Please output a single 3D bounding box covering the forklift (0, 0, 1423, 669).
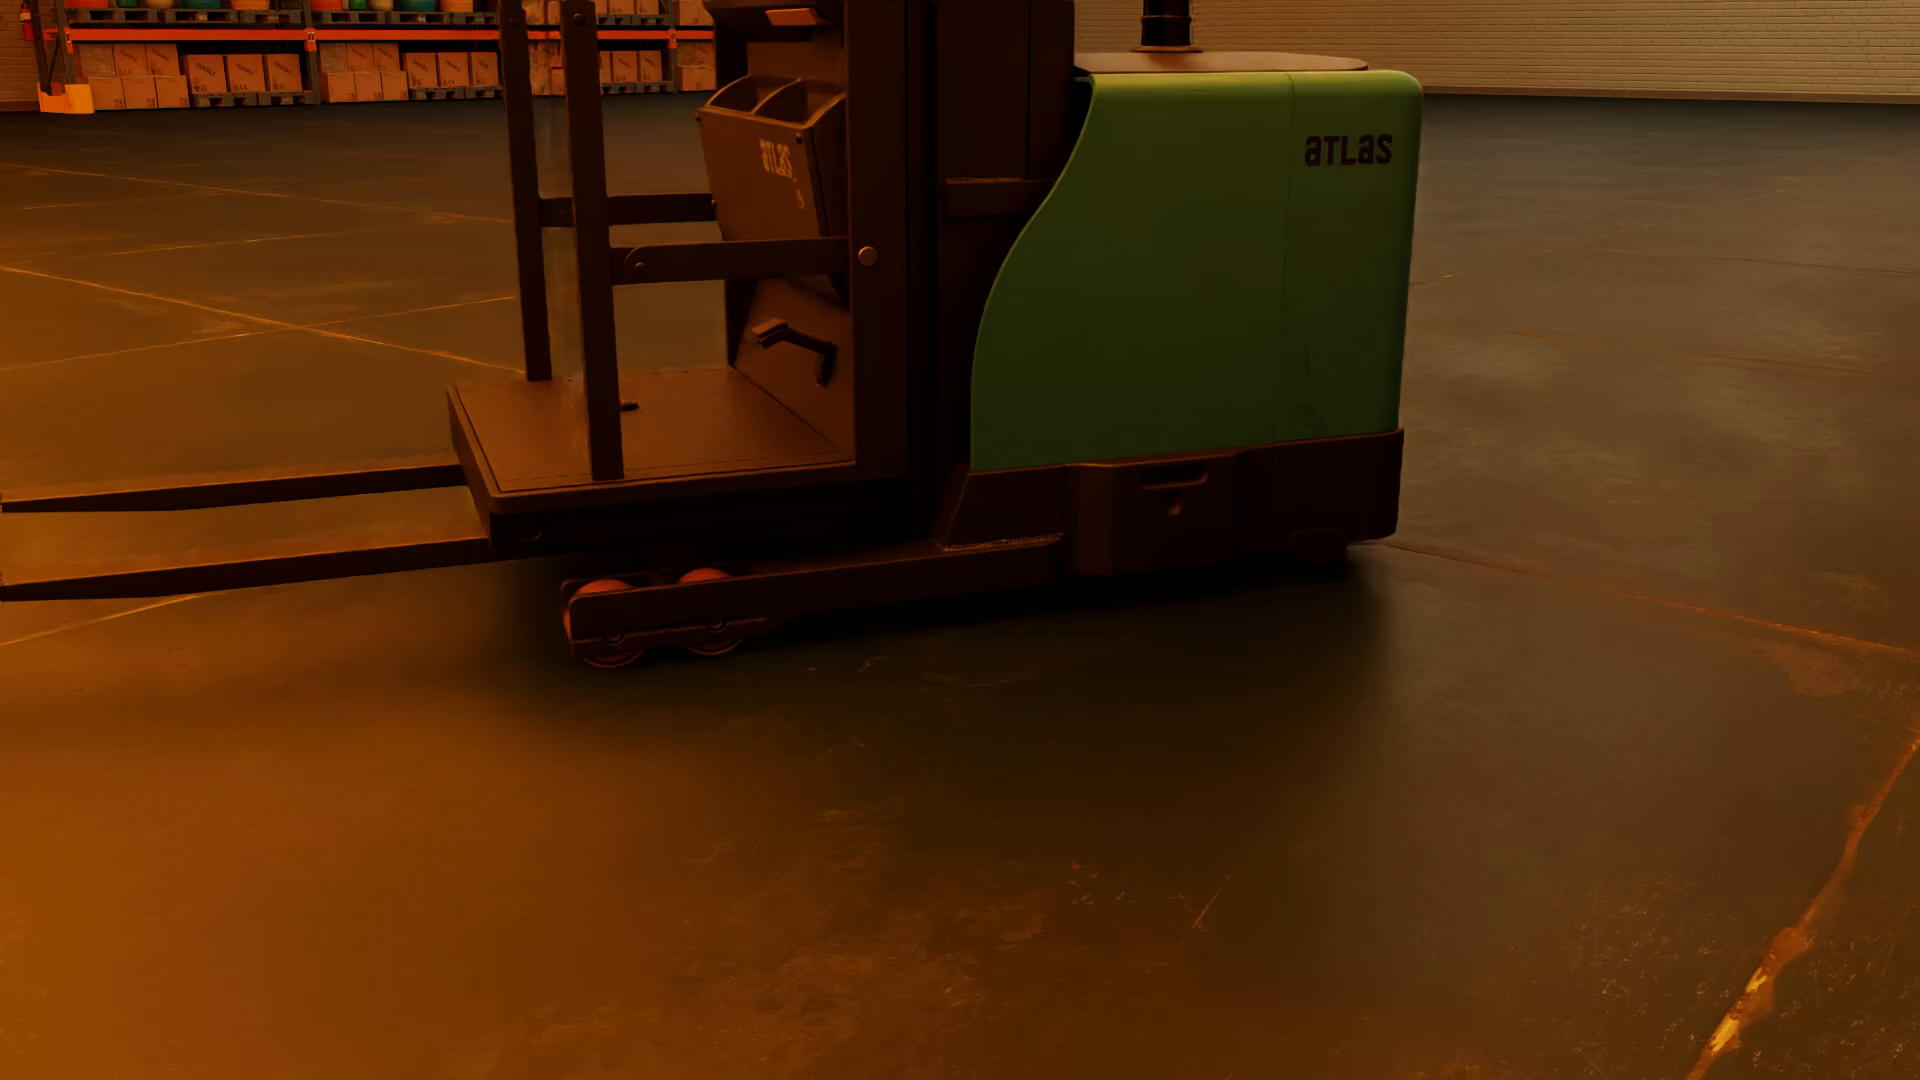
[{"bbox_3d":[-0.580,-1.332,3.286,3.031,2.935,1.130,-6,18,-20],"label":"forklift"}]
